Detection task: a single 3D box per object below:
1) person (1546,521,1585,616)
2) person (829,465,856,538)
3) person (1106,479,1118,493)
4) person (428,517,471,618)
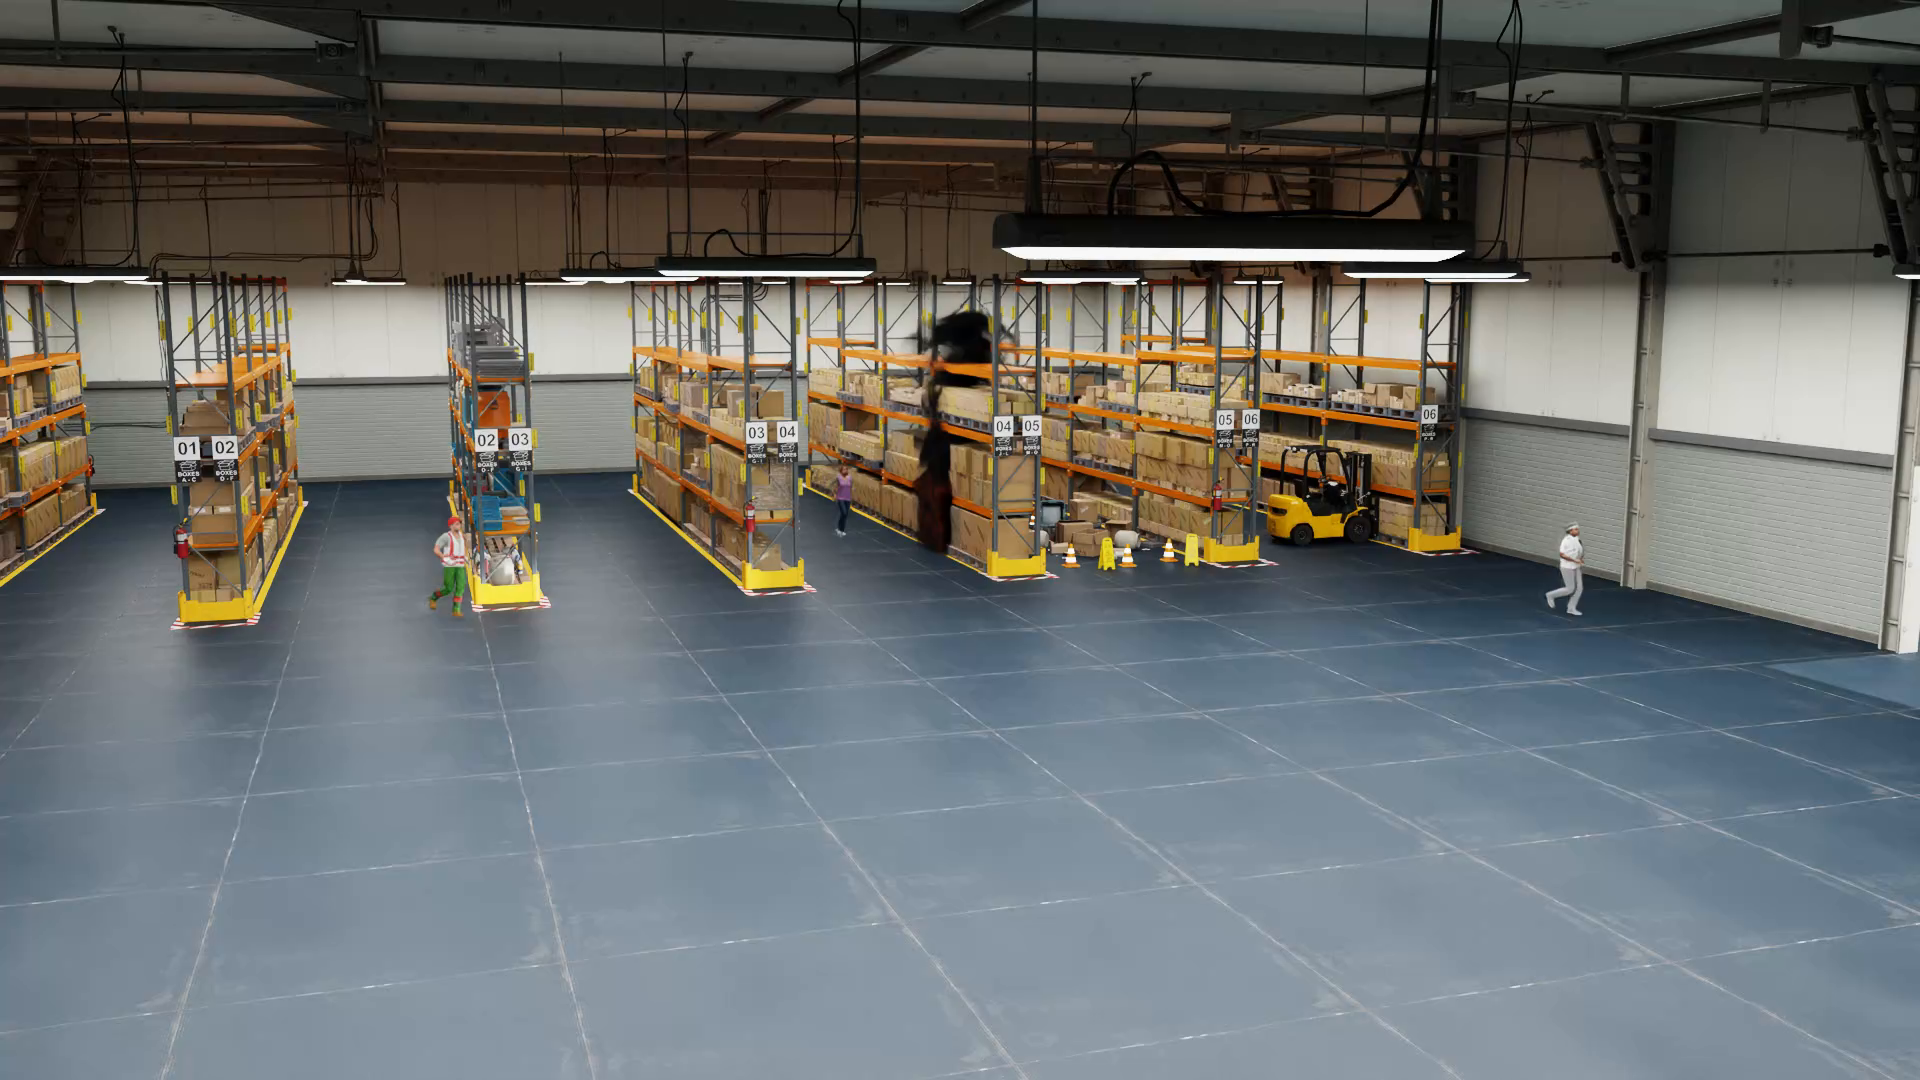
[{"bbox_3d":[10.762,0.479,29.403,0.578,1.664,0.684,-8,12,-44],"label":"person"},{"bbox_3d":[-2.541,-0.851,36.560,0.538,1.616,0.625,-5,10,-29],"label":"person"},{"bbox_3d":[4.145,-1.912,45.168,0.626,1.665,0.805,-4,9,-24],"label":"person"},{"bbox_3d":[-8.901,0.459,29.281,0.865,1.735,0.718,6,10,34],"label":"person"}]
